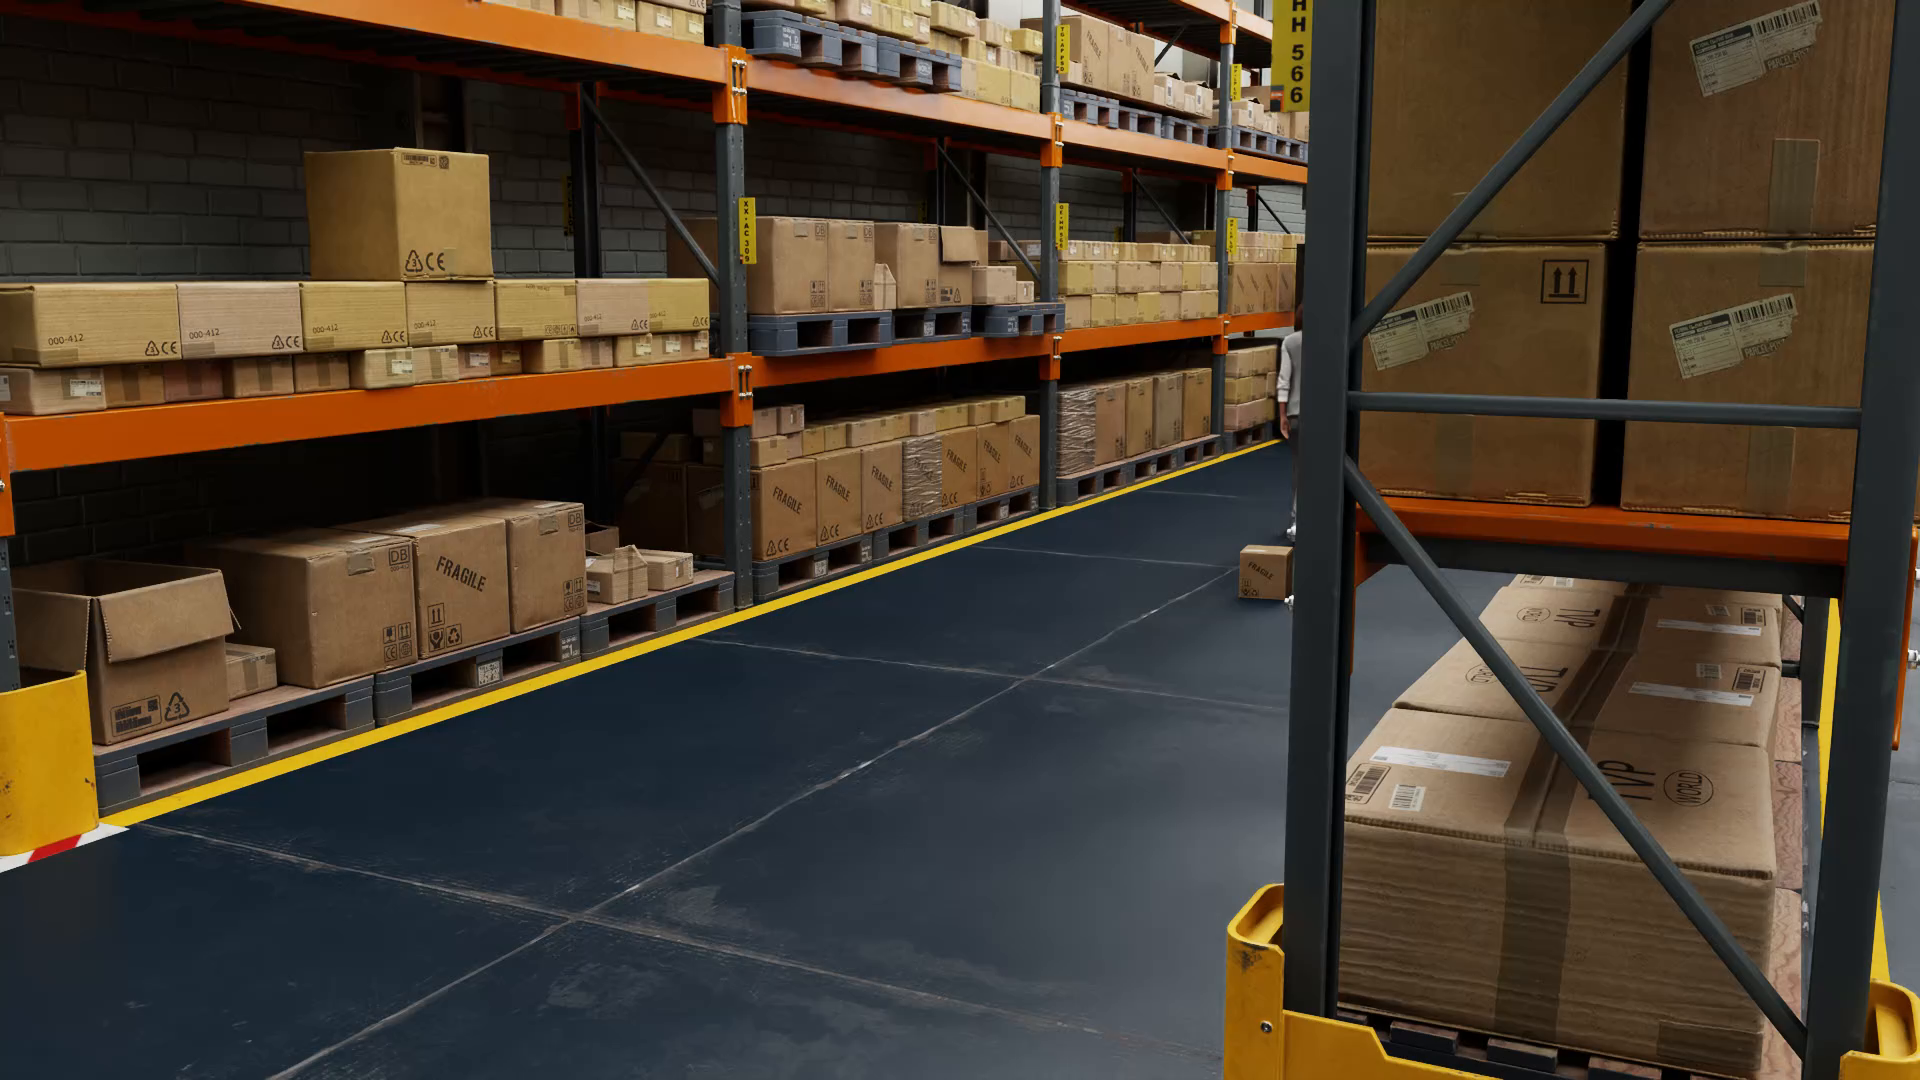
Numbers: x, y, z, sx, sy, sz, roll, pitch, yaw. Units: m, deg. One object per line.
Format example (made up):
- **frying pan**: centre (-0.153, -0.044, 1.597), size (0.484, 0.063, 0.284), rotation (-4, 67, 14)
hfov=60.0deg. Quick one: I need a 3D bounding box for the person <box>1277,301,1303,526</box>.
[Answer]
- **person**: centre (2.325, -0.838, 10.996), size (0.405, 1.540, 0.943), rotation (4, 10, 25)
